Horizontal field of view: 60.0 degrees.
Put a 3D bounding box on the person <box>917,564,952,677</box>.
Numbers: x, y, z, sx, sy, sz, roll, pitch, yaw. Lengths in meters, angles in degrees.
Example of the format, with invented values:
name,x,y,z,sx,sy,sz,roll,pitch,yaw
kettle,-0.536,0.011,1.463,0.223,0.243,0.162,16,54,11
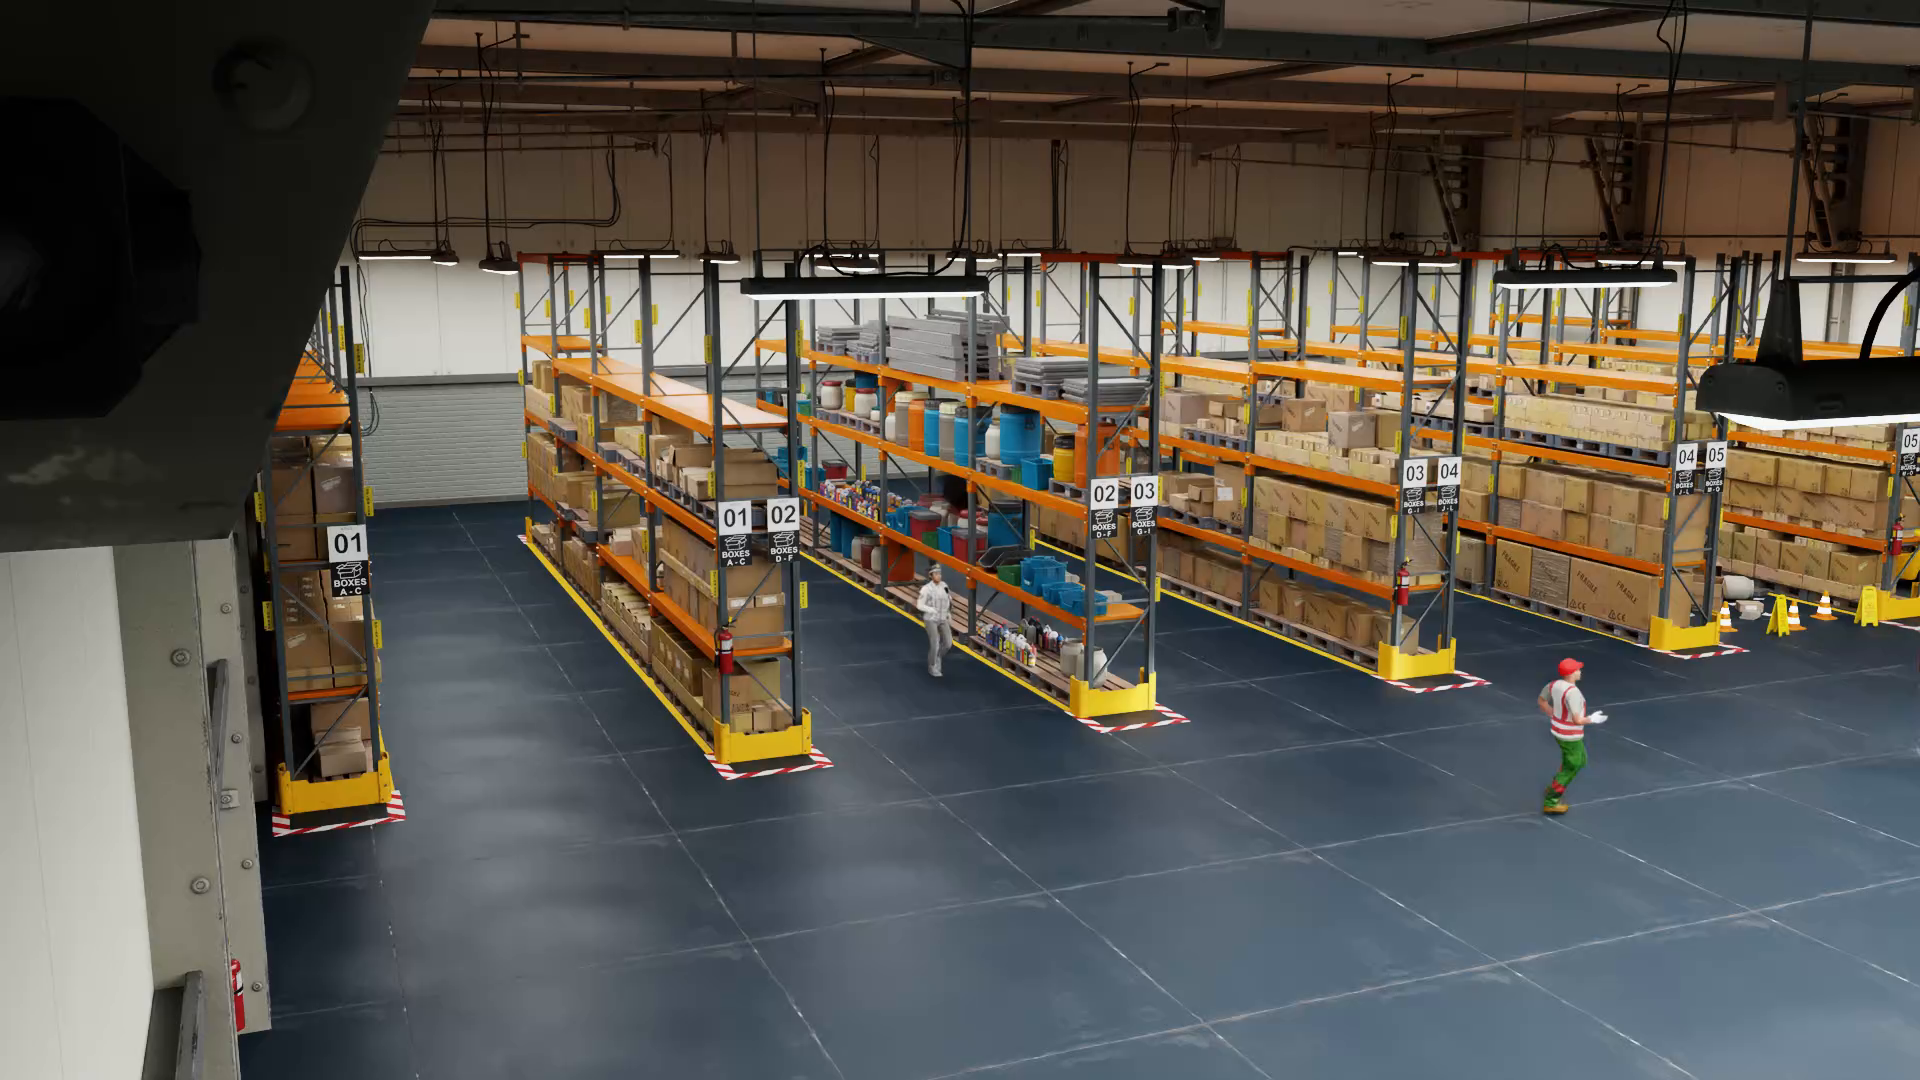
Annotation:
name,x,y,z,sx,sy,sz,roll,pitch,yaw
person,-0.297,1.159,23.961,0.624,1.656,0.537,-6,12,-31

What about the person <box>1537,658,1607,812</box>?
name,x,y,z,sx,sy,sz,roll,pitch,yaw
person,6.766,2.150,18.349,0.600,1.756,0.639,0,10,-3
